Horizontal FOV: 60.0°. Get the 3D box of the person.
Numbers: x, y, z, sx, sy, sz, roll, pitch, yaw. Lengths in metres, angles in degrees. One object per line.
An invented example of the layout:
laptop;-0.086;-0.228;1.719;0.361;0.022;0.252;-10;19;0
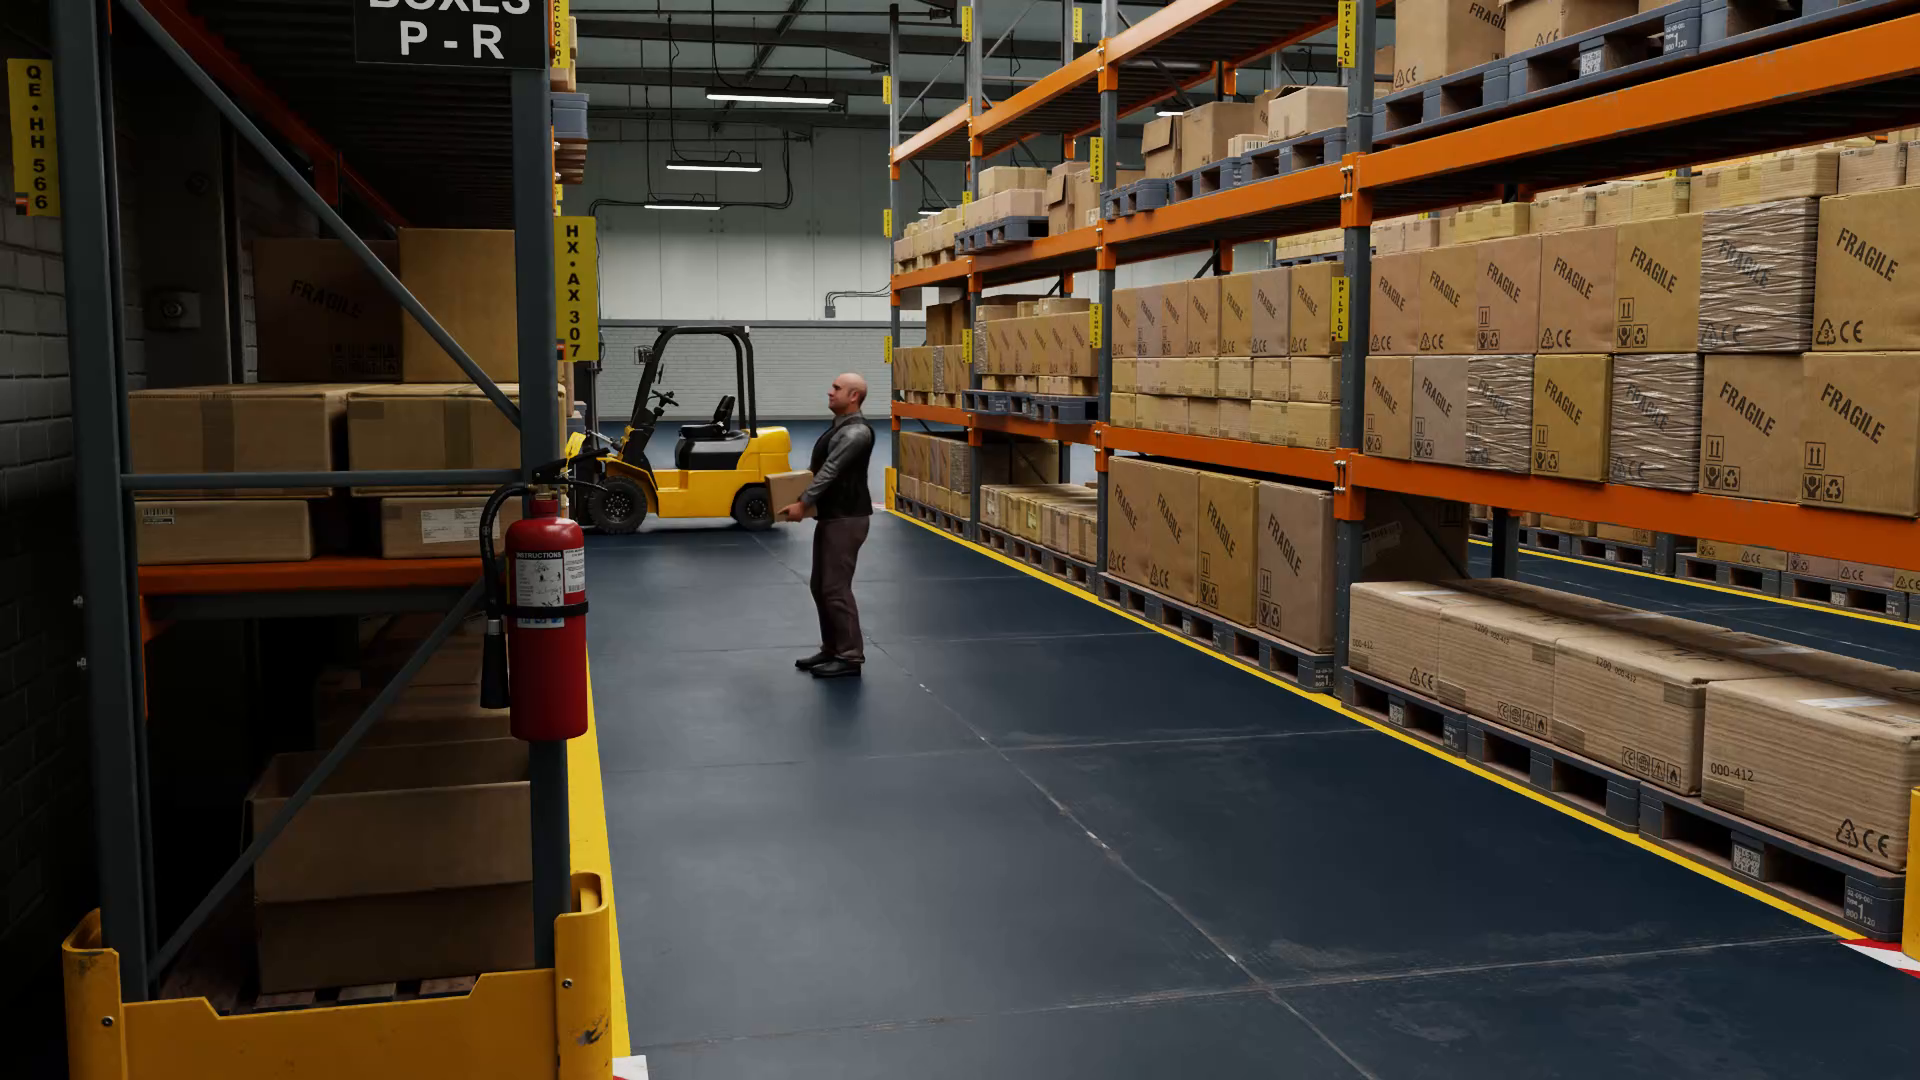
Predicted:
person;-0.773;-0.090;9.460;0.560;1.708;0.494;-1;6;-13
